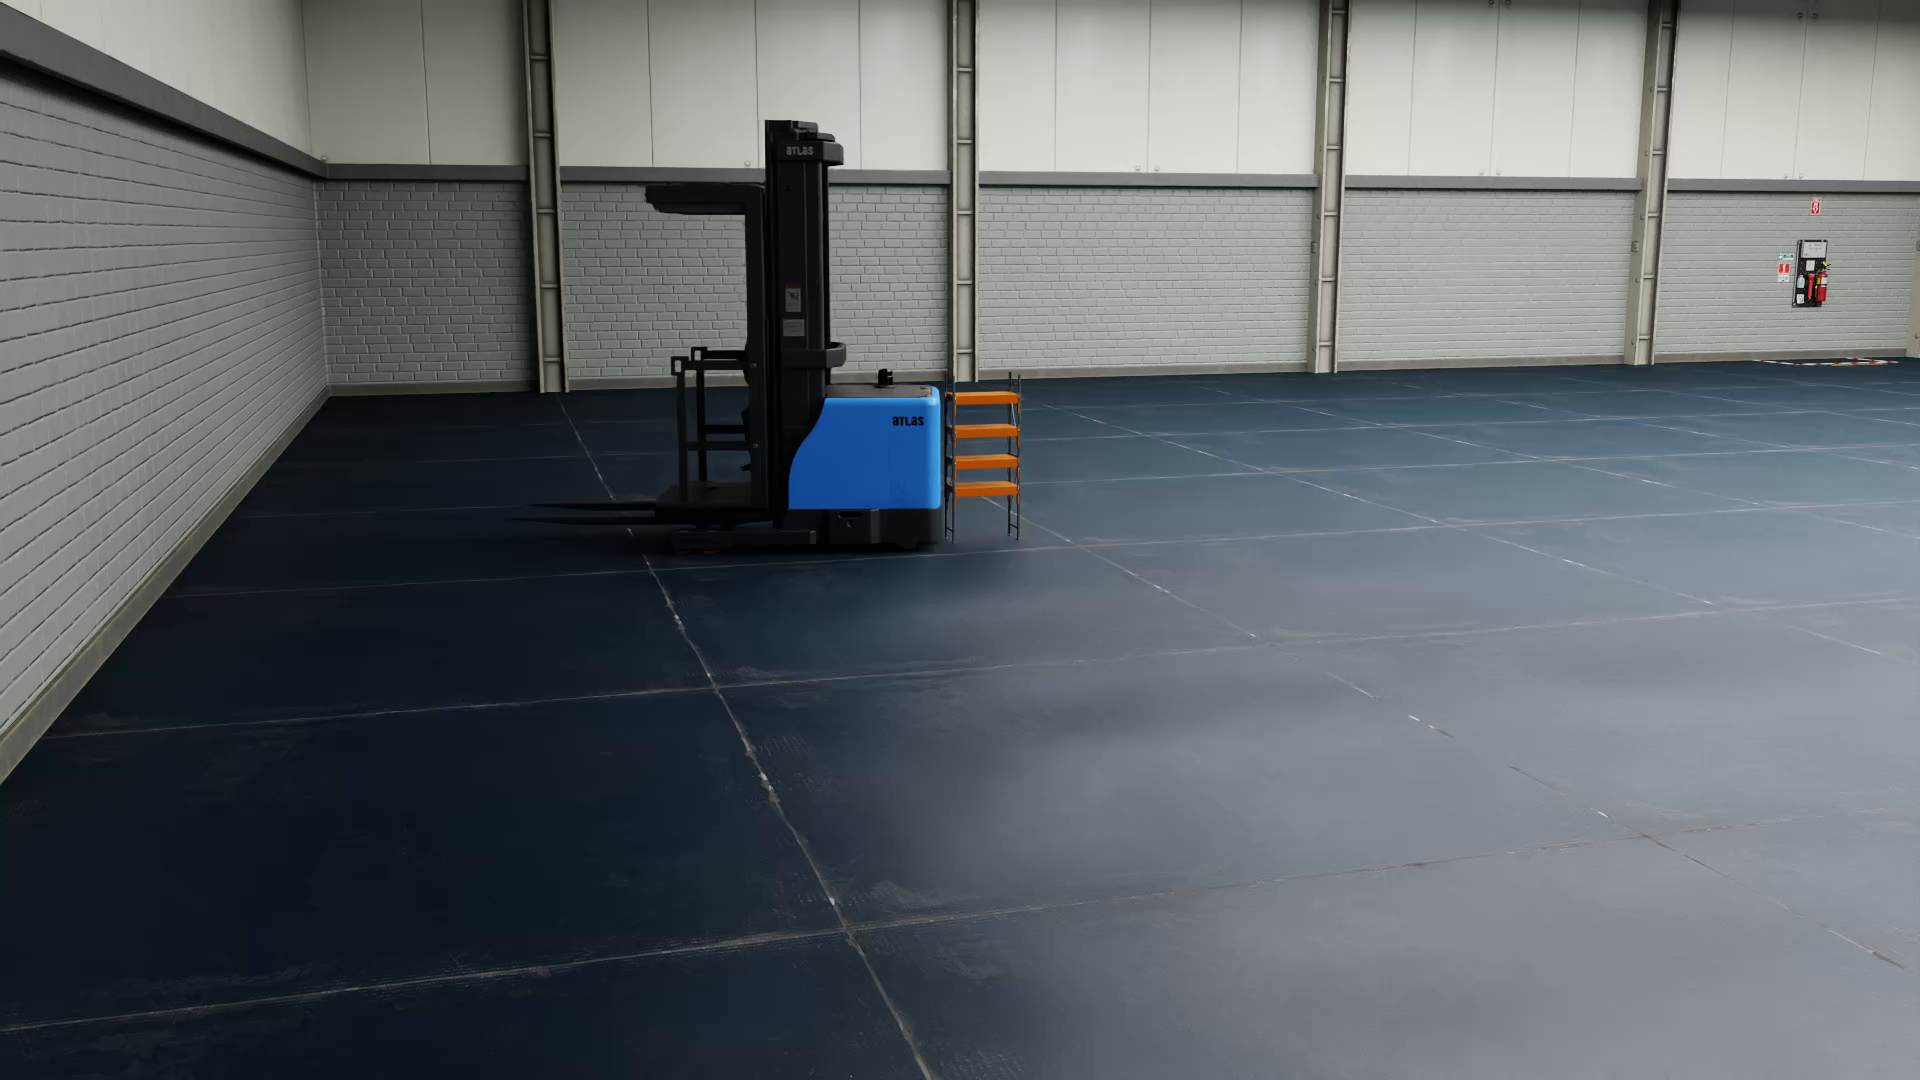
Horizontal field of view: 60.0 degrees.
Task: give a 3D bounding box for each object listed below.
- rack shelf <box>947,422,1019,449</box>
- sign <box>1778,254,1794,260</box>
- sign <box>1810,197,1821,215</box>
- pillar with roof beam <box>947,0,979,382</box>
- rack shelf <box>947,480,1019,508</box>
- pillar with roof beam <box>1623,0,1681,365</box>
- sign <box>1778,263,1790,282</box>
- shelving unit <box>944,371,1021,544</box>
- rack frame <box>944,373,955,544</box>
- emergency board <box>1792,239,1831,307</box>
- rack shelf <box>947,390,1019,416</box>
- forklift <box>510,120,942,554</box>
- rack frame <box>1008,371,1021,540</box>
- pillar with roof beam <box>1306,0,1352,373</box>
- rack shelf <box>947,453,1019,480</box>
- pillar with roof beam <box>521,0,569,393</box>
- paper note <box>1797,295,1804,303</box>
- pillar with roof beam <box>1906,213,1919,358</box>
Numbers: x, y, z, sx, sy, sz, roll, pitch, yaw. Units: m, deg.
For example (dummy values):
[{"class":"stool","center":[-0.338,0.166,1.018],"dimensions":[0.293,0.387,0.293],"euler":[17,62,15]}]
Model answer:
[{"class":"rack shelf","center":[0.159,-0.752,11.955],"dimensions":[0.480,0.148,0.258],"euler":[-3,11,-16]},{"class":"sign","center":[14.392,-4.930,28.978],"dimensions":[0.331,0.109,0.001],"euler":[-3,11,-16]},{"class":"sign","center":[14.909,-5.820,28.973],"dimensions":[0.199,0.298,0.001],"euler":[-3,11,-16]},{"class":"pillar with roof beam","center":[1.249,-6.073,20.178],"dimensions":[0.400,9.000,9.100],"euler":[-3,11,-16]},{"class":"rack shelf","center":[0.159,-0.337,12.031],"dimensions":[0.480,0.148,0.258],"euler":[-3,11,-16]},{"class":"pillar with roof beam","center":[12.770,-6.680,23.476],"dimensions":[0.400,9.000,9.100],"euler":[-3,11,-16]},{"class":"sign","center":[14.385,-4.670,29.033],"dimensions":[0.234,0.329,0.001],"euler":[-3,11,-16]},{"class":"shelving unit","center":[0.159,-0.598,11.983],"dimensions":[0.503,1.200,0.258],"euler":[-3,11,-16]},{"class":"rack frame","center":[-0.075,-0.586,11.916],"dimensions":[0.015,1.200,0.240],"euler":[-3,11,-16]},{"class":"emergency board","center":[14.945,-4.663,29.091],"dimensions":[0.643,1.169,0.194],"euler":[-3,11,-16]},{"class":"rack shelf","center":[0.159,-0.985,11.912],"dimensions":[0.480,0.148,0.258],"euler":[-3,11,-16]},{"class":"forklift","center":[-1.647,-1.440,11.771],"dimensions":[3.031,2.935,1.130],"euler":[0,10,-1]},{"class":"rack frame","center":[0.393,-0.611,12.050],"dimensions":[0.015,1.200,0.240],"euler":[-3,11,-16]},{"class":"pillar with roof beam","center":[7.009,-6.376,21.827],"dimensions":[0.400,9.000,9.100],"euler":[-3,11,-16]},{"class":"rack shelf","center":[0.159,-0.532,11.996],"dimensions":[0.480,0.148,0.258],"euler":[-3,11,-16]},{"class":"pillar with roof beam","center":[-4.512,-5.769,18.528],"dimensions":[0.400,9.000,9.100],"euler":[-3,11,-16]},{"class":"paper note","center":[14.755,-4.233,29.187],"dimensions":[0.142,0.148,0.016],"euler":[-3,11,-16]},{"class":"pillar with roof beam","center":[18.531,-6.983,25.126],"dimensions":[0.400,9.000,9.100],"euler":[-3,11,-16]}]
